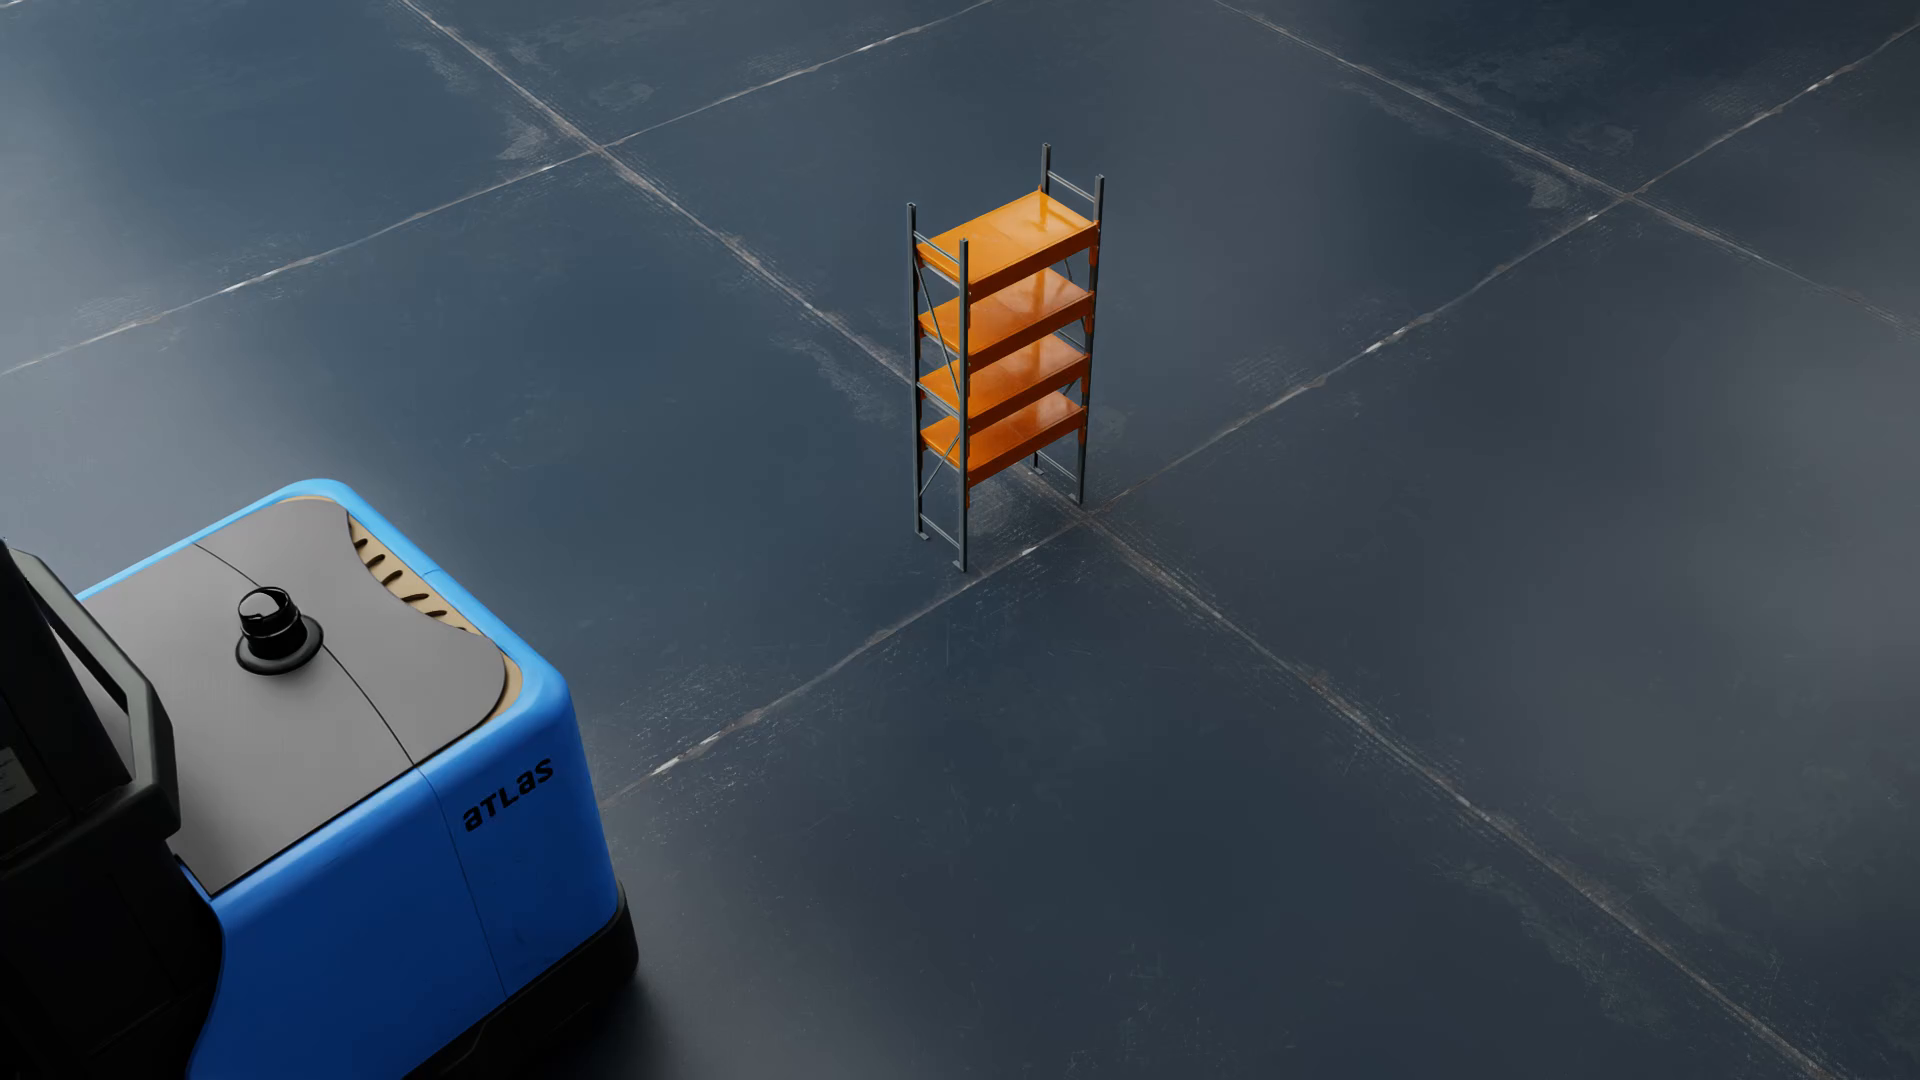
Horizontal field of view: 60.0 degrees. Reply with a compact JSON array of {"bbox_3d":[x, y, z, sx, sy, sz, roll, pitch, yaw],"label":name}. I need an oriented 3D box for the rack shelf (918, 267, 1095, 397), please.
[{"bbox_3d":[0.127,-0.624,4.810,0.480,0.148,0.258,-30,51,-28],"label":"rack shelf"}]

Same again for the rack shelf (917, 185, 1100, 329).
[{"bbox_3d":[0.127,-0.797,4.648,0.480,0.148,0.258,-30,51,-28],"label":"rack shelf"}]

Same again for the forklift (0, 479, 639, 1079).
[{"bbox_3d":[-2.176,0.496,2.581,1.130,2.935,3.031,34,53,31],"label":"forklift"}]

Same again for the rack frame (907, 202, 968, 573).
[{"bbox_3d":[-0.060,-0.403,4.803,0.015,1.200,0.240,-30,51,-28],"label":"rack frame"}]

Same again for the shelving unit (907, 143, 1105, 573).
[{"bbox_3d":[0.127,-0.510,4.917,0.503,1.200,0.258,-30,51,-28],"label":"shelving unit"}]

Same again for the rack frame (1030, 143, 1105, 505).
[{"bbox_3d":[0.314,-0.617,5.031,0.015,1.200,0.240,-30,51,-28],"label":"rack frame"}]

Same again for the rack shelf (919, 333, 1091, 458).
[{"bbox_3d":[0.127,-0.461,4.963,0.480,0.148,0.258,-30,51,-28],"label":"rack shelf"}]

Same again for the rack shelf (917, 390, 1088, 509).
[{"bbox_3d":[0.127,-0.316,5.099,0.480,0.148,0.258,-30,51,-28],"label":"rack shelf"}]
